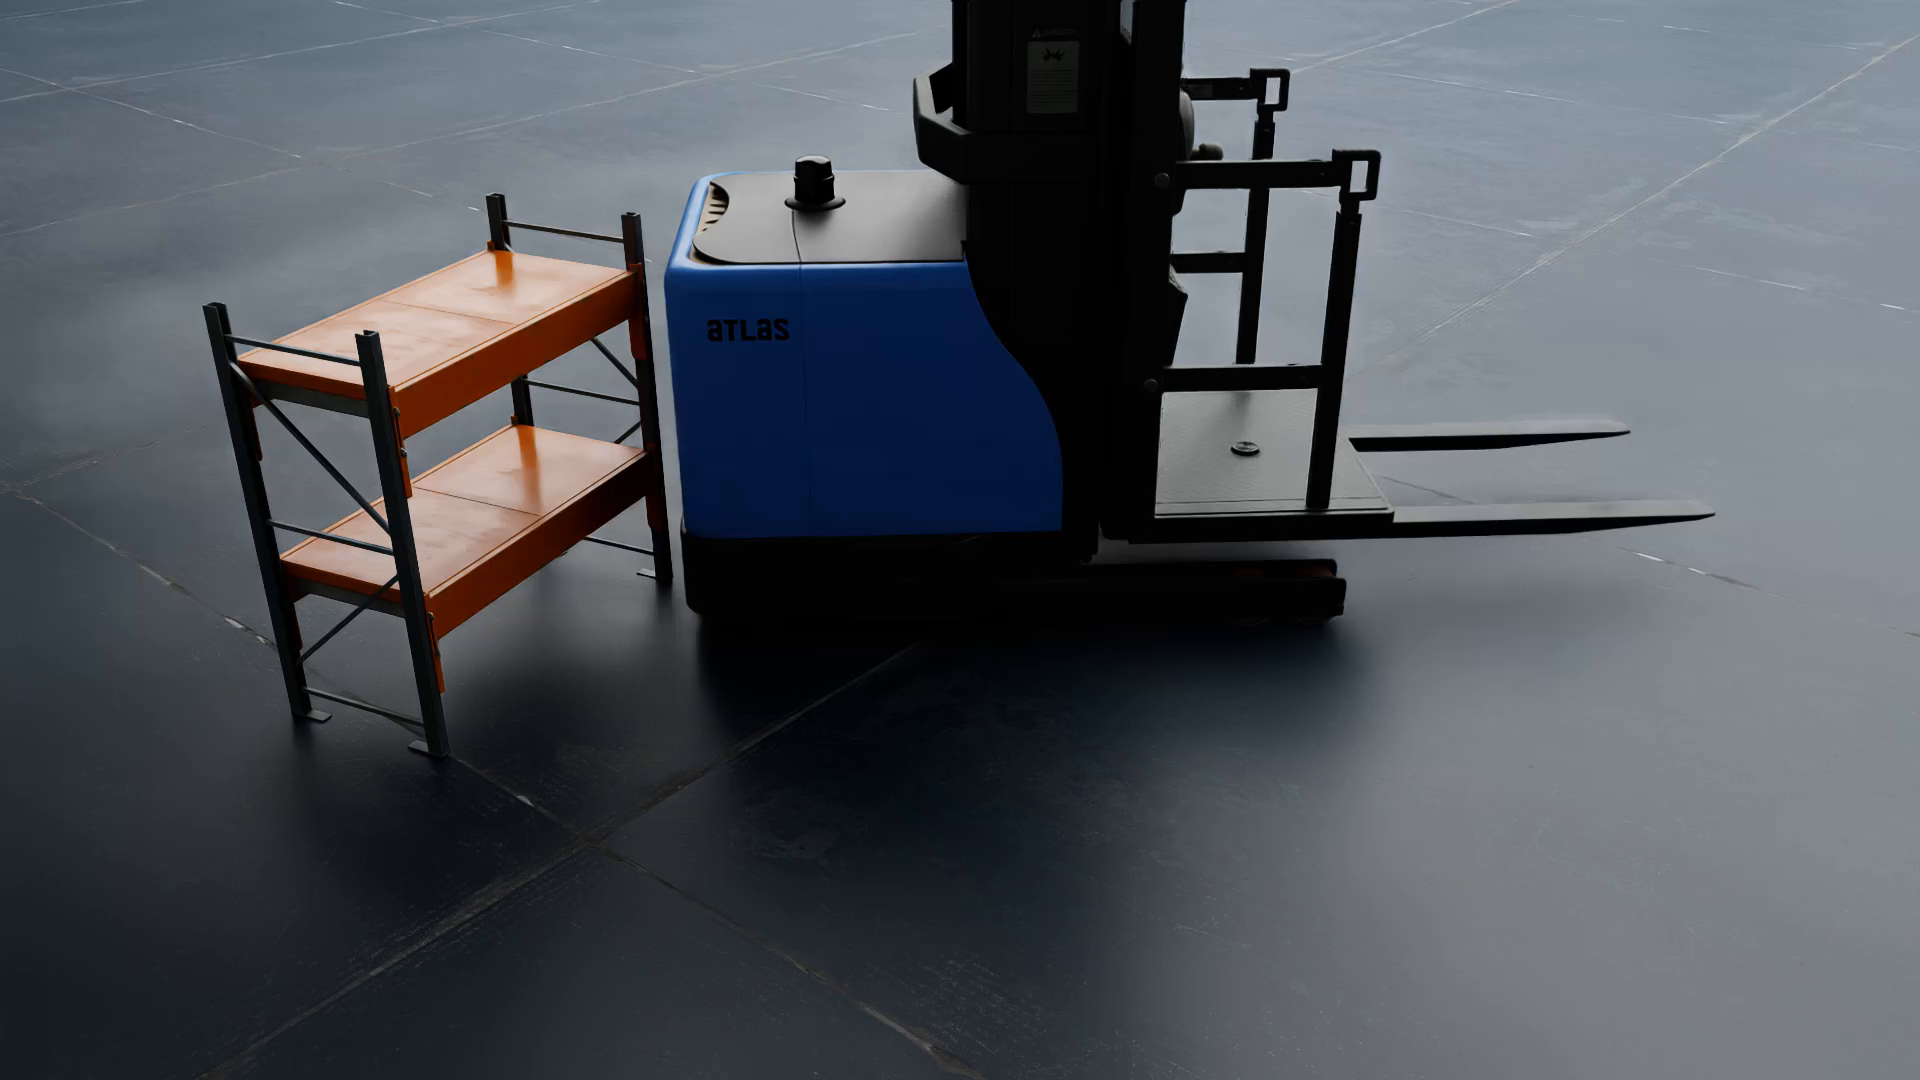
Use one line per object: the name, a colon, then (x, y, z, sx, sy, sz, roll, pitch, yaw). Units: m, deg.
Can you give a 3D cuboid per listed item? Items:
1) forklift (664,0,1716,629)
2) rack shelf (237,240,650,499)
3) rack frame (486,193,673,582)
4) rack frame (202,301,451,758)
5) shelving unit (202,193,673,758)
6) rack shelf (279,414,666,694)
forklift: (0.707, -1.296, 4.566, 3.031, 2.935, 1.130, -1, 27, -3)
rack shelf: (-1.313, -0.476, 4.309, 0.538, 0.278, 1.000, 12, 30, 22)
rack frame: (-1.101, -0.429, 4.854, 0.500, 1.125, 0.032, 12, 30, 22)
rack frame: (-1.524, -0.004, 4.033, 0.500, 1.125, 0.032, 12, 30, 22)
shelving unit: (-1.313, -0.216, 4.444, 0.538, 1.125, 1.048, 12, 30, 22)
rack shelf: (-1.313, 0.001, 4.556, 0.538, 0.278, 1.000, 12, 30, 22)
